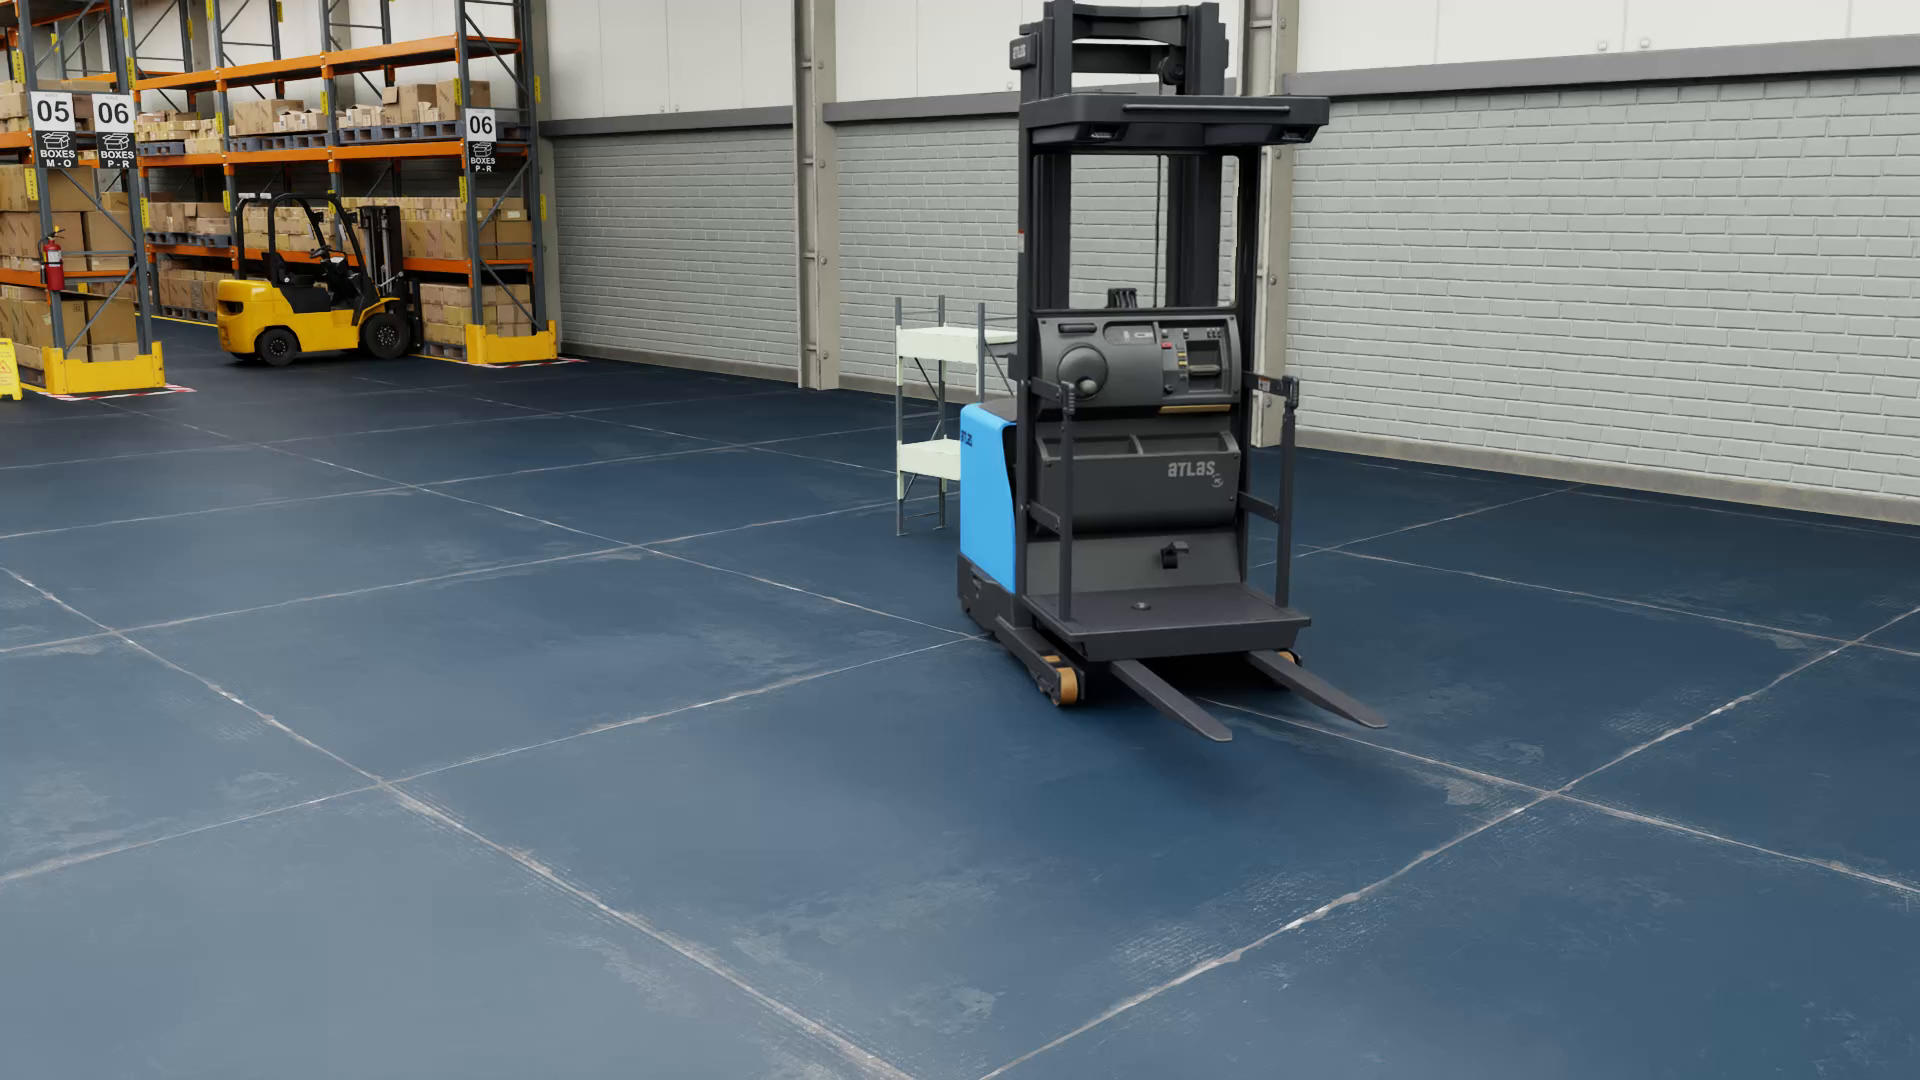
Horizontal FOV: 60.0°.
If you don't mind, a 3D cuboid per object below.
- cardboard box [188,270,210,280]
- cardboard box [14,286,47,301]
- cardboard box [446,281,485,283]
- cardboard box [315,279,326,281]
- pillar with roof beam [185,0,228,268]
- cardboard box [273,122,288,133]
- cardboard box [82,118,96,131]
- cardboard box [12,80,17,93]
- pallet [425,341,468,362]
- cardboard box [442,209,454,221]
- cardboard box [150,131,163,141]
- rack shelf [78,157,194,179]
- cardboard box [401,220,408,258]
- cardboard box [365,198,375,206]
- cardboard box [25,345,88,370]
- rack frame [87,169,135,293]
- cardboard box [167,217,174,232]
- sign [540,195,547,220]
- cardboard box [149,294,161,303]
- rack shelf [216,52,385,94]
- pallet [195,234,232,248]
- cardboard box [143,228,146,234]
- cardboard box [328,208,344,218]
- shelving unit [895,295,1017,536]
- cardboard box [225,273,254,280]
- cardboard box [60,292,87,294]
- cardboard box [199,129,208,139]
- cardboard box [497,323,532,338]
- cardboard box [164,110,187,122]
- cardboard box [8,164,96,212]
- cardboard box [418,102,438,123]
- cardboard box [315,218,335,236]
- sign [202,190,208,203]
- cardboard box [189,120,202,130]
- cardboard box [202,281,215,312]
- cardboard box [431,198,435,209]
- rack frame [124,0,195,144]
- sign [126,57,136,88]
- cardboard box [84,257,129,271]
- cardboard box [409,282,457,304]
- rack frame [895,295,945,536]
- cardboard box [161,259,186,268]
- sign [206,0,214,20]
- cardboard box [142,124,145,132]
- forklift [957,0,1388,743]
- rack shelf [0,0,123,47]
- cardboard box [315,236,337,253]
[{"bbox_3d":[-13.184,-4.616,28.931,0.380,0.149,0.250,-10,15,-41],"label":"cardboard box"},{"bbox_3d":[-10.531,-2.814,18.943,0.380,0.149,0.250,-10,15,-41],"label":"cardboard box"},{"bbox_3d":[-6.779,-3.429,22.919,0.500,0.250,0.500,-11,16,-43],"label":"cardboard box"},{"bbox_3d":[-10.081,-3.762,26.082,0.625,0.625,0.875,11,16,43],"label":"cardboard box"},{"bbox_3d":[-17.129,-8.154,27.689,9.100,9.000,0.400,-11,16,-43],"label":"pillar with roof beam"},{"bbox_3d":[-10.173,-6.253,25.227,0.380,0.149,0.250,-11,16,-43],"label":"cardboard box"},{"bbox_3d":[-9.481,-4.585,18.420,0.380,0.149,0.250,-11,16,-42],"label":"cardboard box"},{"bbox_3d":[-10.084,-4.933,18.134,0.380,0.149,0.250,-11,16,-42],"label":"cardboard box"},{"bbox_3d":[-6.458,-2.577,22.398,1.003,0.211,1.213,-11,16,-43],"label":"pallet"},{"bbox_3d":[-6.539,-4.249,21.745,0.380,0.149,0.250,-11,16,-42],"label":"cardboard box"},{"bbox_3d":[-13.755,-6.976,28.736,0.380,0.149,0.250,-11,16,-42],"label":"cardboard box"},{"bbox_3d":[-15.567,-6.997,31.290,1.077,0.370,4.000,-11,16,-43],"label":"rack shelf"},{"bbox_3d":[-7.490,-4.145,22.849,0.500,0.500,0.500,-11,16,-42],"label":"cardboard box"},{"bbox_3d":[-8.124,-4.732,23.354,0.380,0.149,0.250,-10,16,-41],"label":"cardboard box"},{"bbox_3d":[-10.256,-2.088,18.886,0.500,0.250,0.500,-11,16,-43],"label":"cardboard box"},{"bbox_3d":[-16.949,-6.172,32.937,1.000,3.000,0.127,-11,16,-43],"label":"rack frame"},{"bbox_3d":[-13.504,-5.472,28.831,0.396,0.266,0.258,-10,15,-40],"label":"cardboard box"},{"bbox_3d":[-5.494,-4.377,21.879,0.100,0.325,0.005,-11,16,-43],"label":"sign"},{"bbox_3d":[-14.783,-4.438,30.545,0.250,0.149,0.380,11,16,43],"label":"cardboard box"},{"bbox_3d":[-10.043,-7.103,25.361,1.077,0.370,4.000,-11,16,-43],"label":"rack shelf"},{"bbox_3d":[-11.943,-5.000,27.722,1.213,0.211,1.003,-11,16,-43],"label":"pallet"},{"bbox_3d":[-14.714,-5.701,30.284,0.500,0.250,0.500,-10,16,-41],"label":"cardboard box"},{"bbox_3d":[-9.058,-4.807,24.453,0.380,0.149,0.250,-10,15,-41],"label":"cardboard box"},{"bbox_3d":[0.005,-0.734,10.255,0.431,1.500,0.755,-11,16,-43],"label":"shelving unit"},{"bbox_3d":[-11.948,-4.341,27.593,0.250,0.149,0.380,11,16,42],"label":"cardboard box"},{"bbox_3d":[-10.941,-2.758,20.279,0.500,0.500,0.500,-10,15,-40],"label":"cardboard box"},{"bbox_3d":[-12.374,-6.727,27.577,0.380,0.149,0.250,-11,16,-43],"label":"cardboard box"},{"bbox_3d":[-6.097,-2.795,22.318,0.500,0.250,0.500,-11,16,-42],"label":"cardboard box"},{"bbox_3d":[-13.925,-7.503,29.532,0.396,0.266,0.258,-11,16,-43],"label":"cardboard box"},{"bbox_3d":[-9.997,-3.874,18.316,0.500,0.500,0.700,11,16,44],"label":"cardboard box"},{"bbox_3d":[-6.866,-5.611,21.823,0.396,0.266,0.258,-11,16,-42],"label":"cardboard box"},{"bbox_3d":[-9.185,-4.628,24.576,0.500,0.250,0.500,-11,16,-44],"label":"cardboard box"},{"bbox_3d":[-13.787,-6.234,30.365,0.100,0.325,0.005,-11,16,-43],"label":"sign"},{"bbox_3d":[-12.595,-6.903,27.698,0.380,0.149,0.250,-11,16,-44],"label":"cardboard box"},{"bbox_3d":[-12.573,-4.168,28.365,0.500,0.500,0.500,-10,15,-40],"label":"cardboard box"},{"bbox_3d":[-6.810,-4.485,22.156,0.380,0.149,0.250,-11,16,-42],"label":"cardboard box"},{"bbox_3d":[-14.186,-8.527,29.498,1.000,3.000,0.127,-11,16,-43],"label":"rack frame"},{"bbox_3d":[-9.094,-5.118,18.219,0.100,0.325,0.005,-11,16,-43],"label":"sign"},{"bbox_3d":[-9.571,-3.100,18.649,0.380,0.149,0.250,-11,16,-42],"label":"cardboard box"},{"bbox_3d":[-7.155,-3.356,22.561,0.500,0.250,0.500,-11,16,-42],"label":"cardboard box"},{"bbox_3d":[-0.248,-0.787,10.515,0.400,1.500,0.023,-11,16,-43],"label":"rack frame"},{"bbox_3d":[-14.087,-4.952,29.825,0.380,0.149,0.250,-11,16,-44],"label":"cardboard box"},{"bbox_3d":[-11.810,-8.362,26.189,0.100,0.325,0.005,-11,16,-43],"label":"sign"},{"bbox_3d":[-14.061,-7.201,29.095,0.380,0.149,0.250,-11,16,-42],"label":"cardboard box"},{"bbox_3d":[0.851,-0.821,7.131,1.130,2.935,3.031,-3,12,-14],"label":"forklift"},{"bbox_3d":[-10.868,-6.021,19.127,1.077,0.370,4.000,-11,16,-43],"label":"rack shelf"},{"bbox_3d":[-9.199,-4.385,24.632,0.500,0.250,0.500,-10,16,-41],"label":"cardboard box"}]
